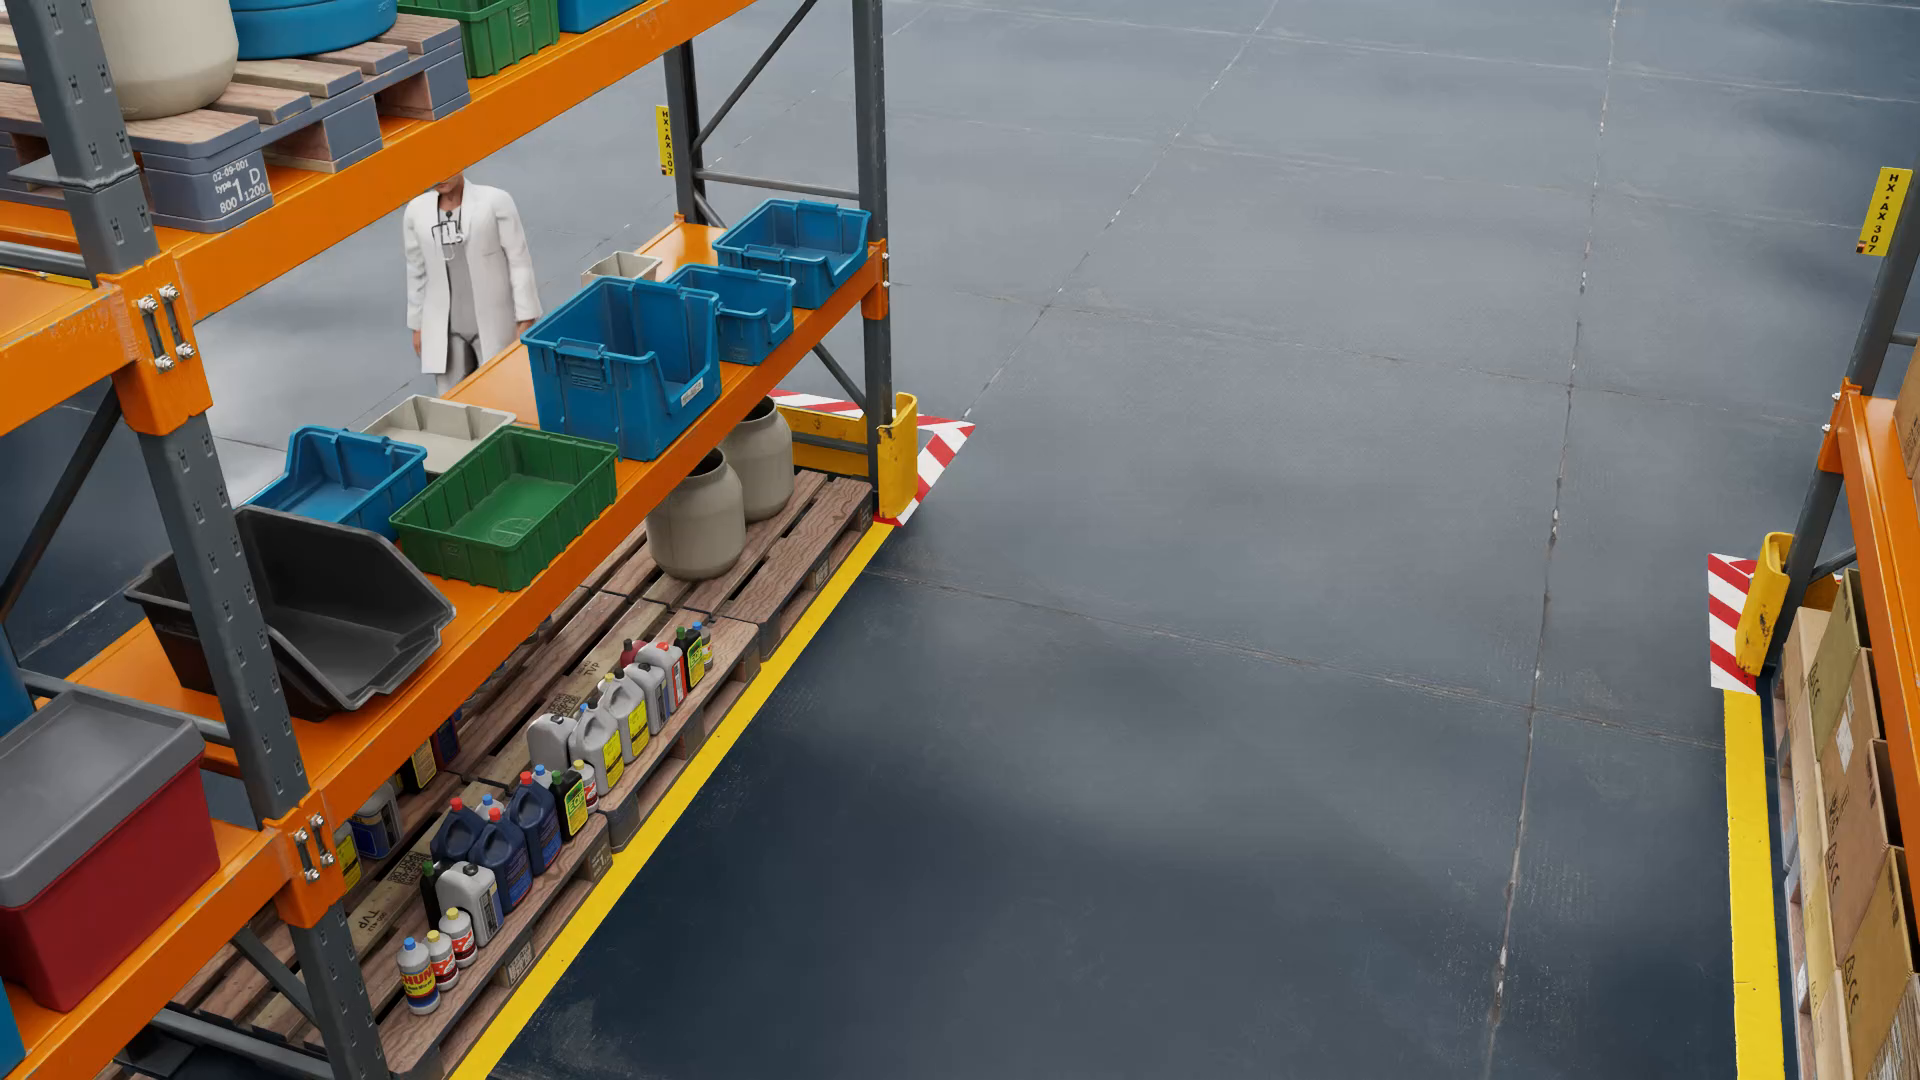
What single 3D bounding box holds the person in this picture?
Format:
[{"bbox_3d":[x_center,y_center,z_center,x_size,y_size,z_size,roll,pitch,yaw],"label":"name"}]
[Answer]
[{"bbox_3d":[-2.282,-0.973,7.723,0.653,1.708,0.907,-1,33,-1],"label":"person"}]
